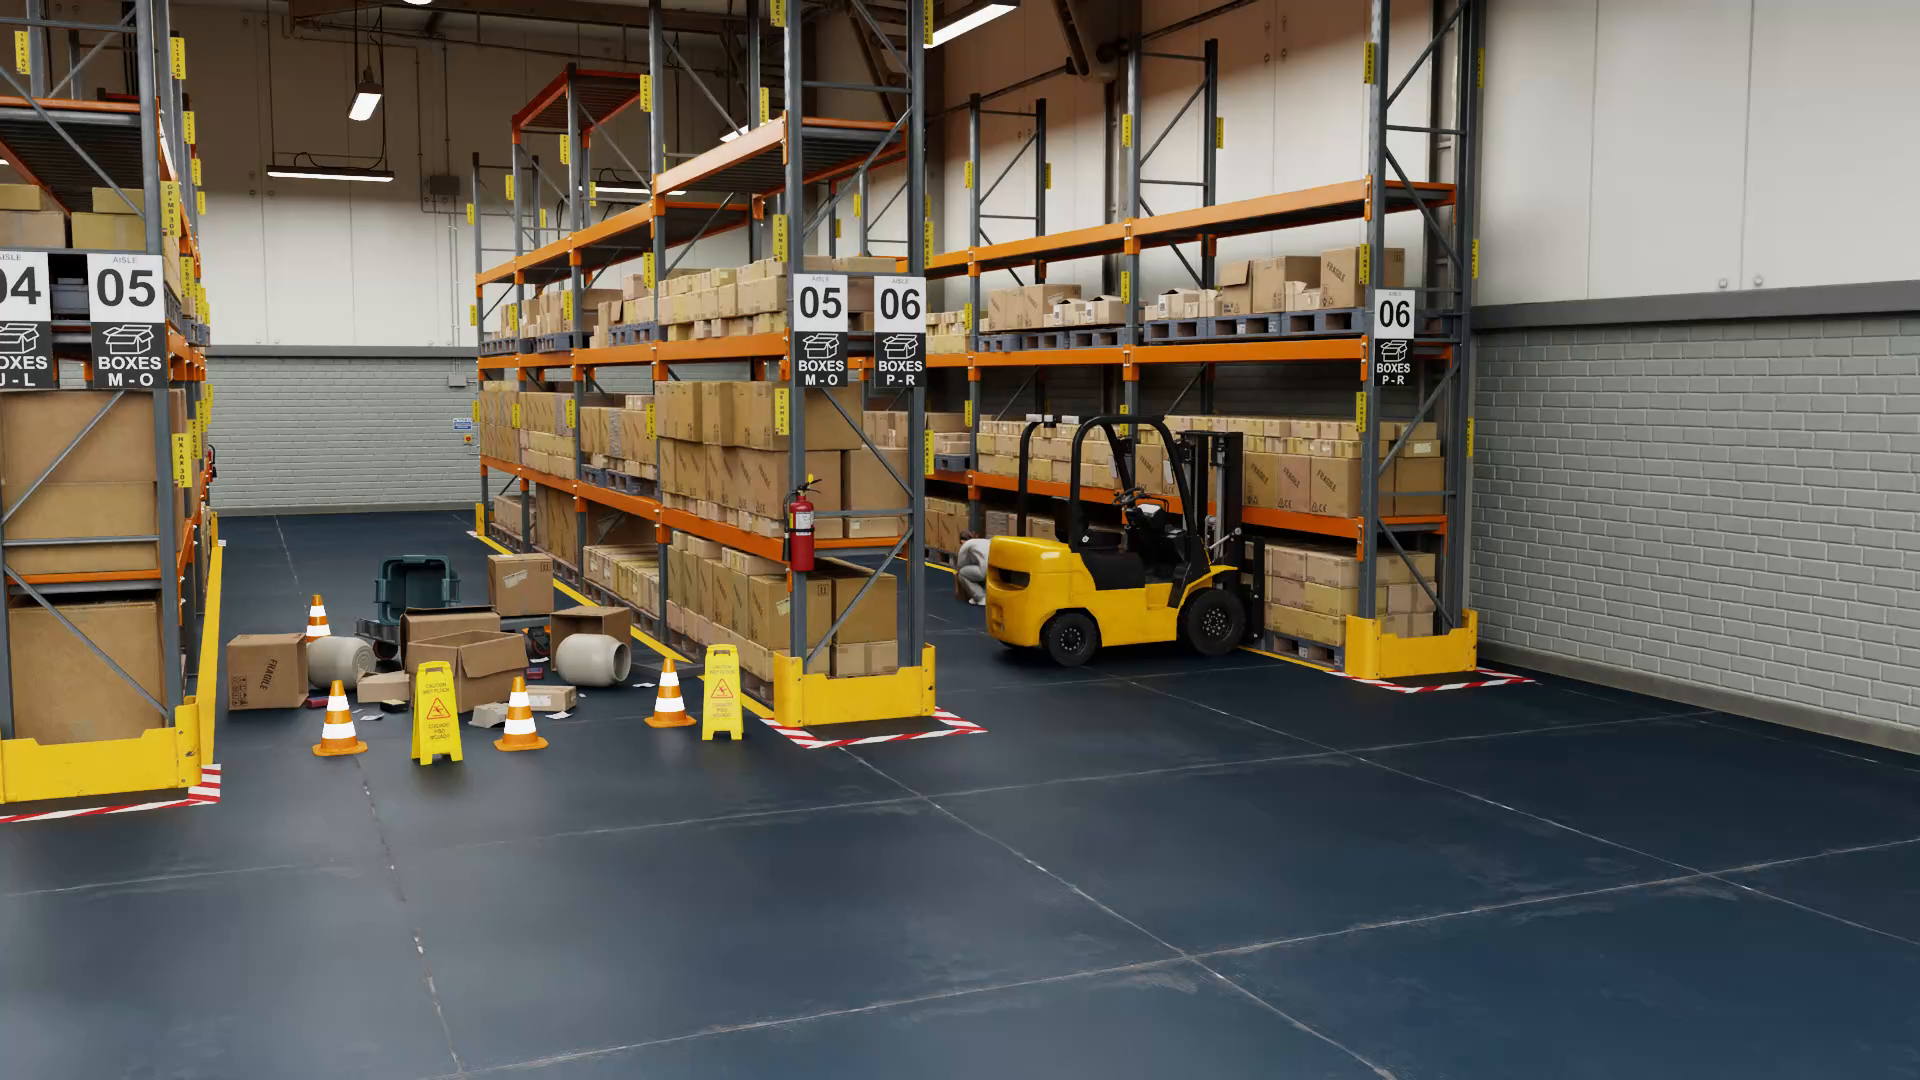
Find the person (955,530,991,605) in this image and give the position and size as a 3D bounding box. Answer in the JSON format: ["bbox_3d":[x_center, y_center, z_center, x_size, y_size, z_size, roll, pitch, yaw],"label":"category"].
[{"bbox_3d":[0.242,0.314,18.456,0.482,0.807,0.807,-2,6,-24],"label":"person"}]
